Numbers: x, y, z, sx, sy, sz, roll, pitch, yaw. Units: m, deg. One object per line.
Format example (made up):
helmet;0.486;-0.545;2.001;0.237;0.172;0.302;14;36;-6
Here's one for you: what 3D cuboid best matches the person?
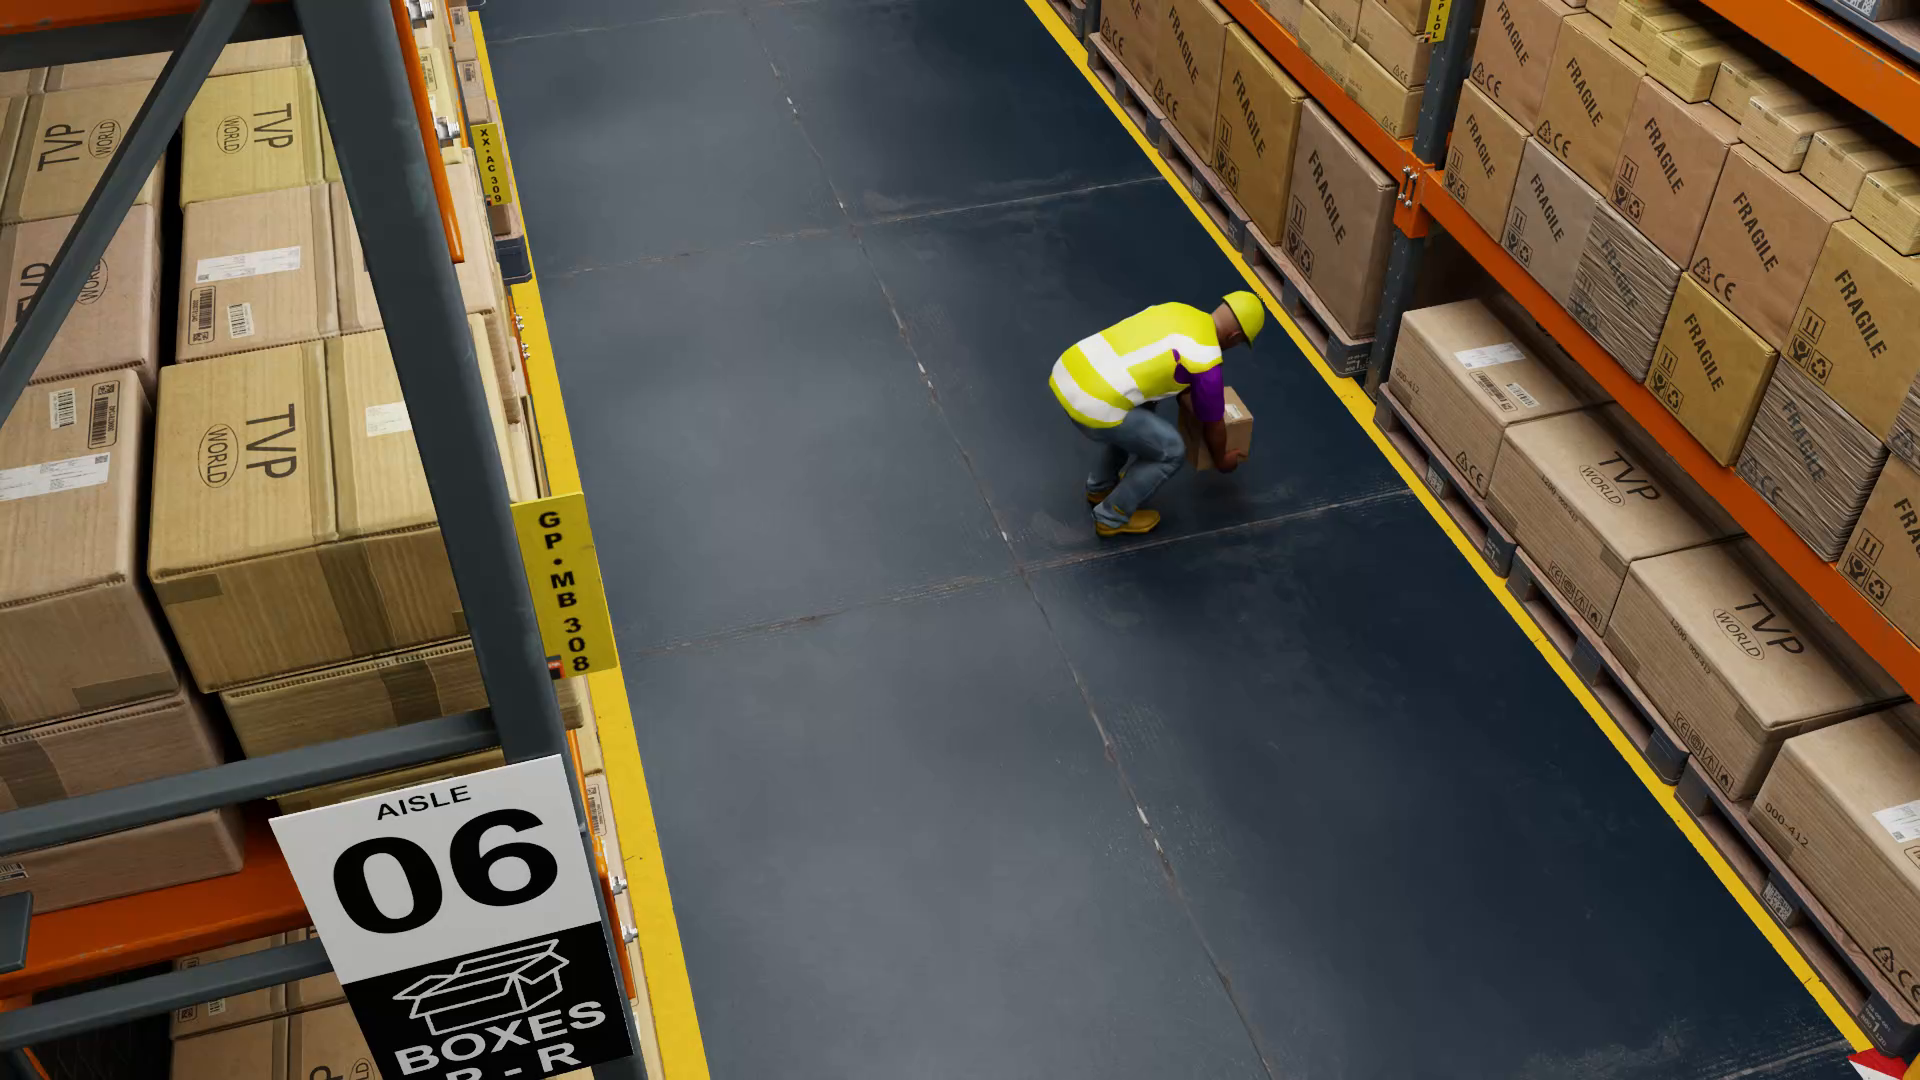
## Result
person;0.862;-0.570;7.325;0.963;1.033;0.526;-14;44;-15
